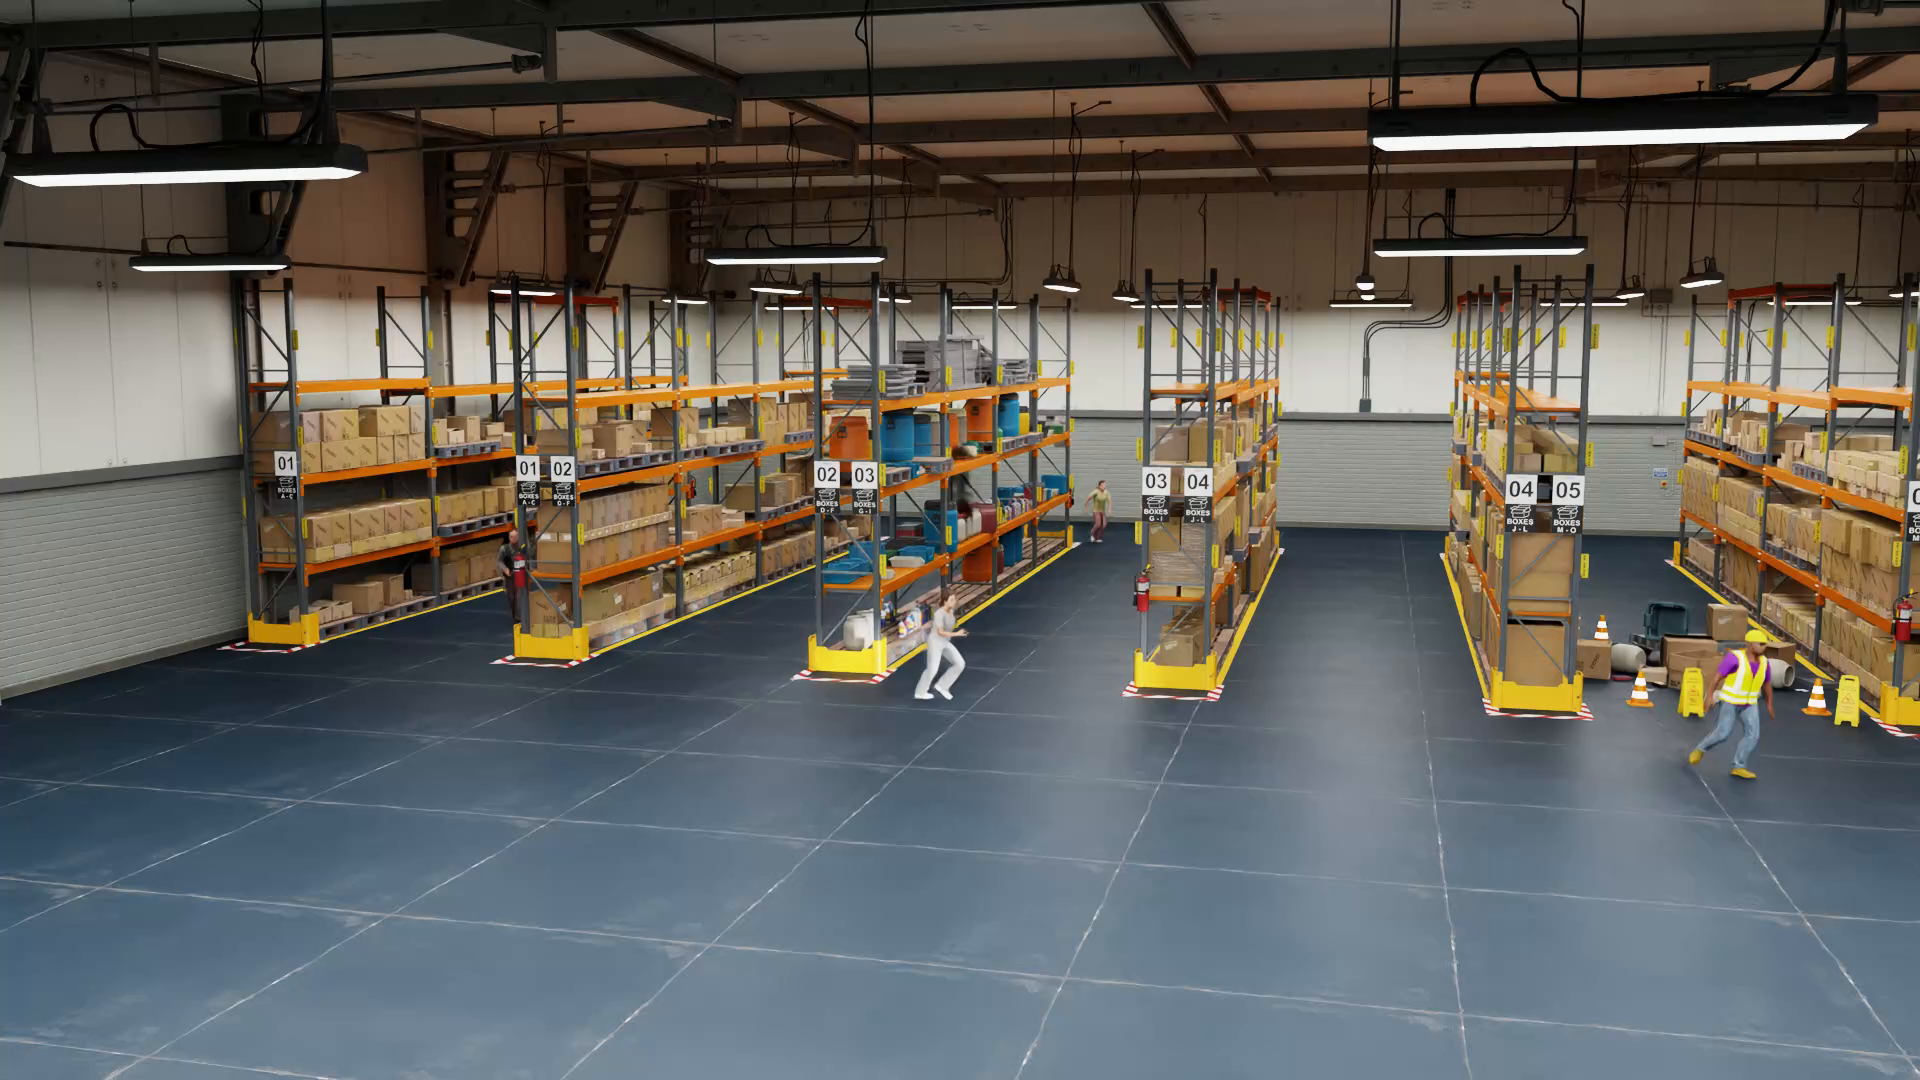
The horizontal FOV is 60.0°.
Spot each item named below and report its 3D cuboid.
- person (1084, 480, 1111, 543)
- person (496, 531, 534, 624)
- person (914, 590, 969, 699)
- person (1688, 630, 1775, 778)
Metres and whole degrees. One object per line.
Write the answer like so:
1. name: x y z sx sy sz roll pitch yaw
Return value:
1. person: 3.422 -0.702 41.147 0.620 1.578 0.583 -4 8 -28
2. person: -7.861 0.654 29.427 0.654 1.681 0.818 -1 7 -12
3. person: -0.247 1.456 23.005 0.894 1.566 0.552 5 8 35
4. person: 8.929 1.855 19.231 0.774 1.708 0.757 -2 7 -15
